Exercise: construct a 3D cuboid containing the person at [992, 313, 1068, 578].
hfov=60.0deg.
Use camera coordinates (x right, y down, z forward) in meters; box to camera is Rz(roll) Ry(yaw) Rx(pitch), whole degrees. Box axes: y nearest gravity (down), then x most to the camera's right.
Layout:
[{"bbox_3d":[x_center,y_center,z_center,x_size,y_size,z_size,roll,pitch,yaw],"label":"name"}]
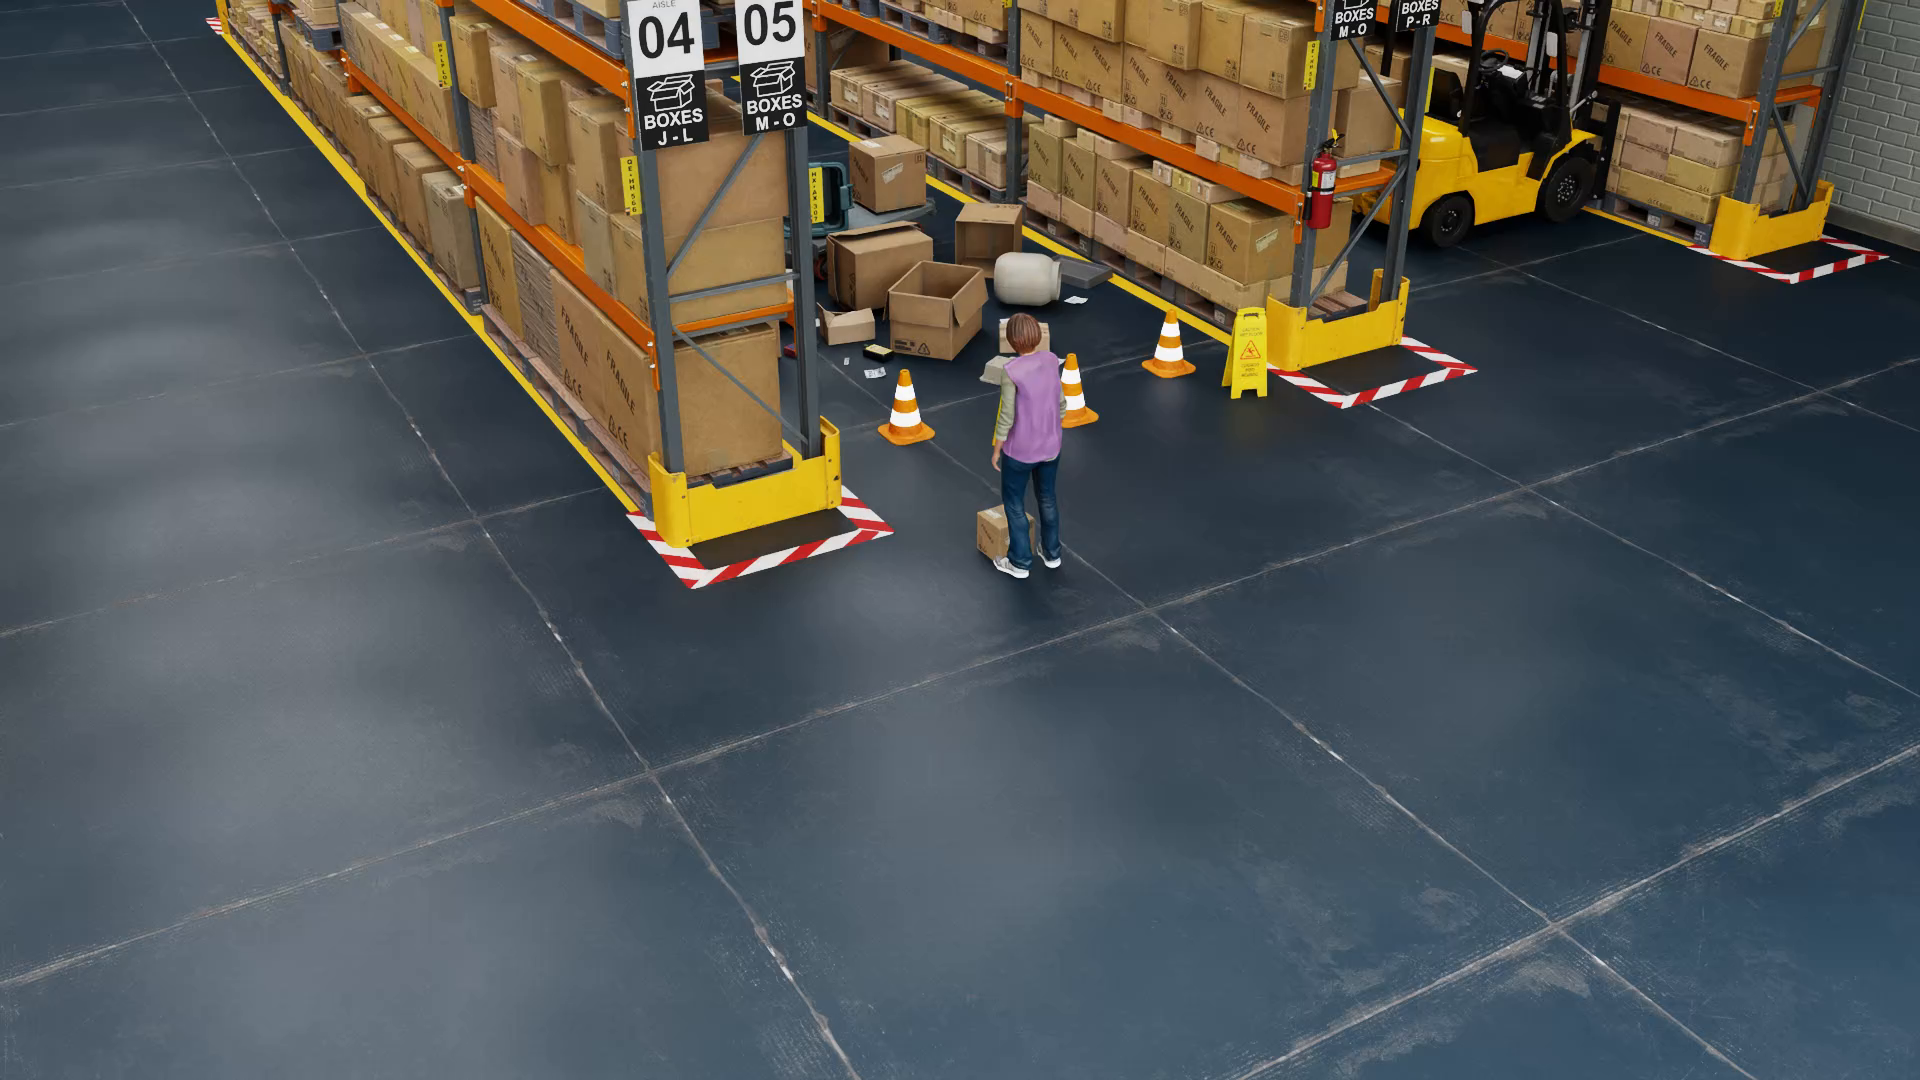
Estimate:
[{"bbox_3d":[0.398,-0.526,9.494,0.476,1.592,0.347,-17,34,-27],"label":"person"}]
